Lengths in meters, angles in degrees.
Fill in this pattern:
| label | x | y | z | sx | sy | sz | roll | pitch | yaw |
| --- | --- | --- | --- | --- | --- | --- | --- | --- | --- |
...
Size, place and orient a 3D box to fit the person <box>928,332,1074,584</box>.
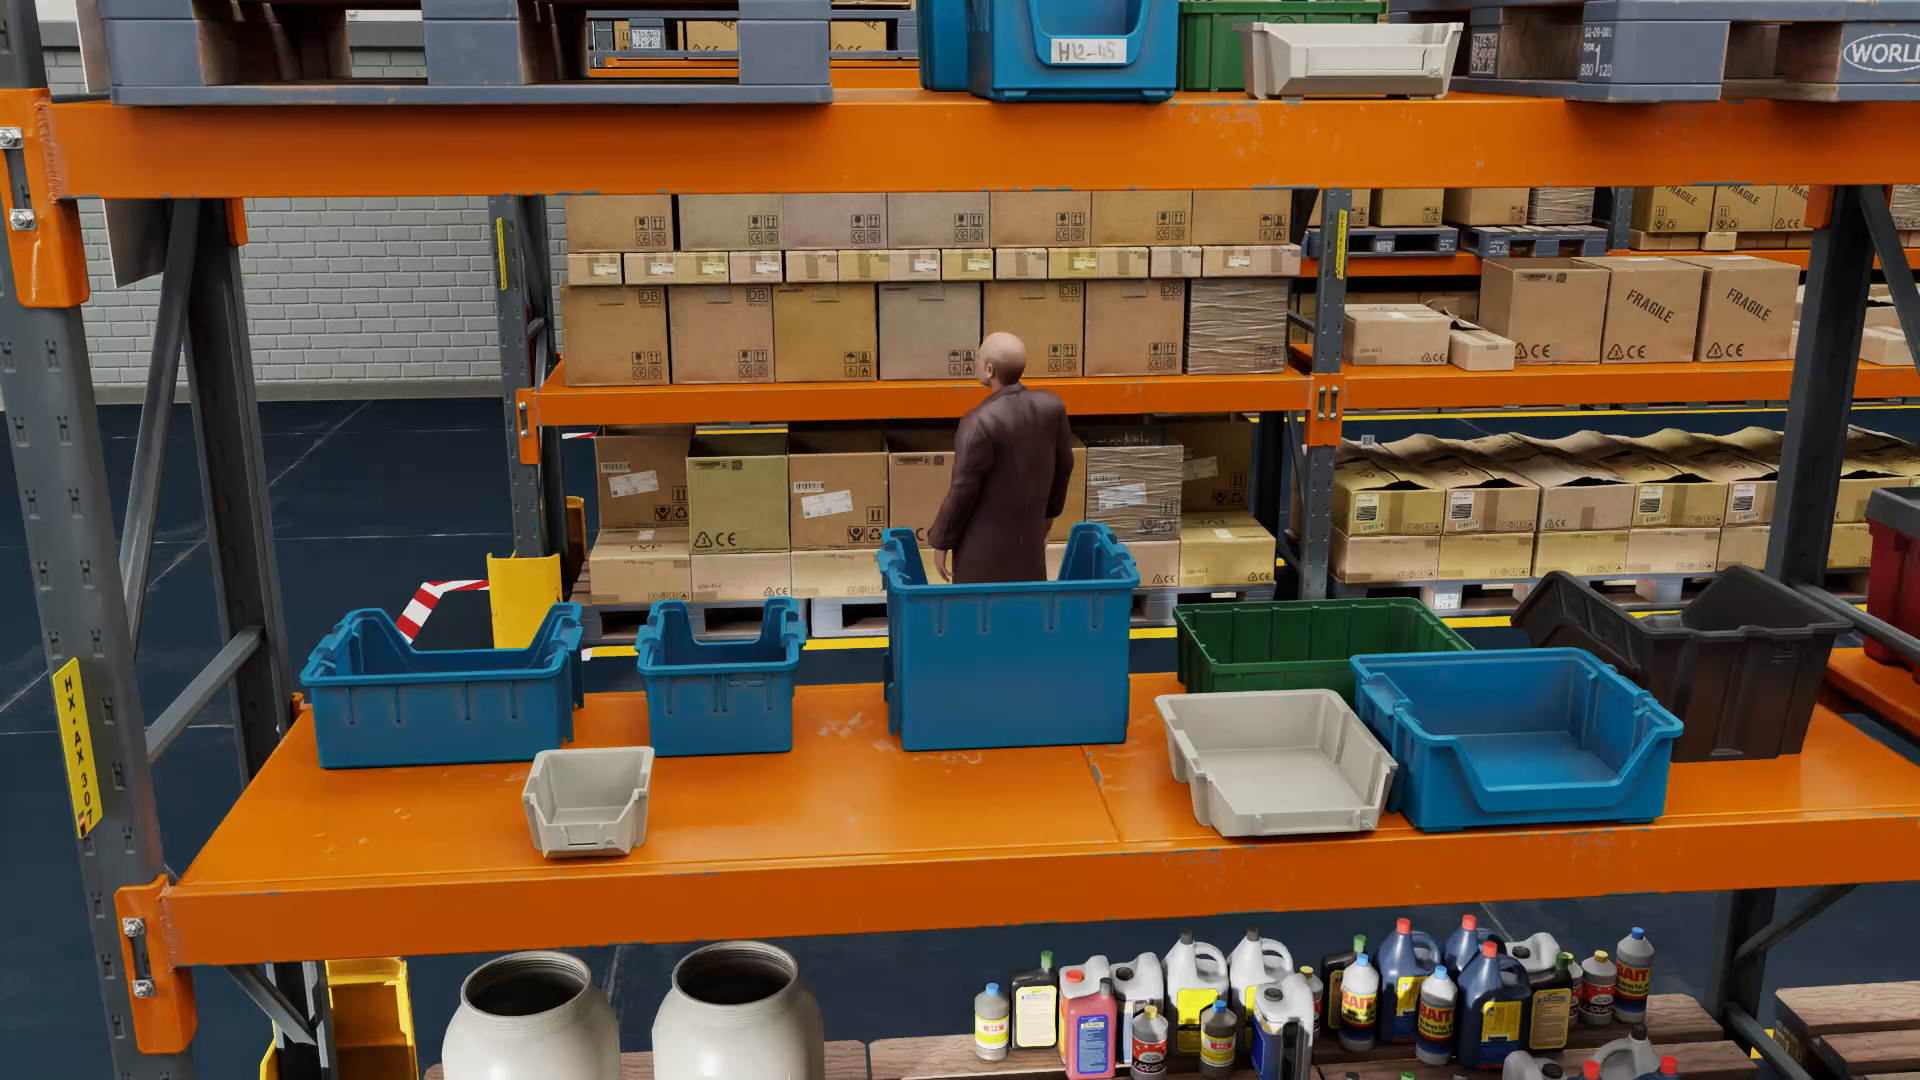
| label | x | y | z | sx | sy | sz | roll | pitch | yaw |
| --- | --- | --- | --- | --- | --- | --- | --- | --- | --- |
| person | 0.113 | -0.034 | 7.145 | 0.697 | 1.776 | 0.582 | -12 | 20 | -36 |
